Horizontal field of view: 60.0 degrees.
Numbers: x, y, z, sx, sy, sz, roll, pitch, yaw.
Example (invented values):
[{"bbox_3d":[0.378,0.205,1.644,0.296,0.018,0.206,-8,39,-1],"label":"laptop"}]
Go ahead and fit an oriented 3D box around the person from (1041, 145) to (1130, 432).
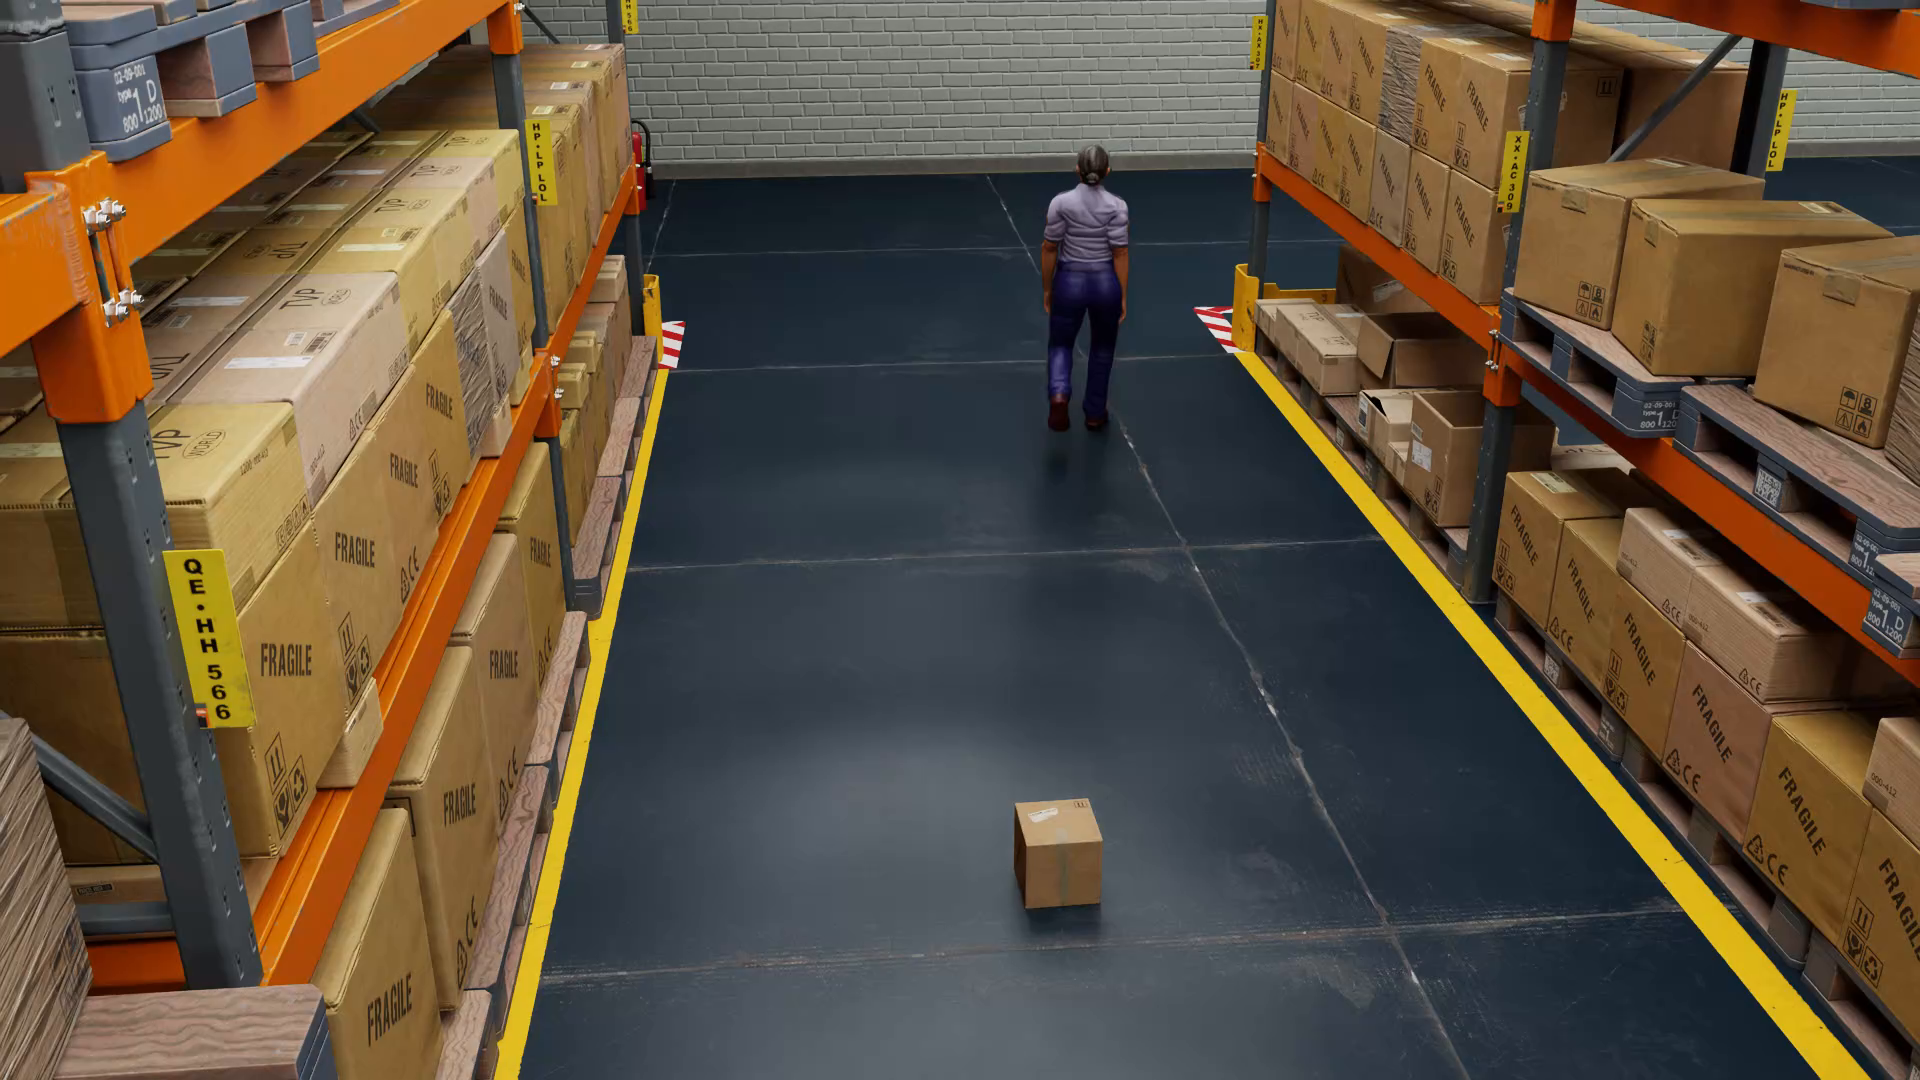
[{"bbox_3d":[0.685,-1.363,9.172,0.480,1.622,0.692,3,24,7],"label":"person"}]
